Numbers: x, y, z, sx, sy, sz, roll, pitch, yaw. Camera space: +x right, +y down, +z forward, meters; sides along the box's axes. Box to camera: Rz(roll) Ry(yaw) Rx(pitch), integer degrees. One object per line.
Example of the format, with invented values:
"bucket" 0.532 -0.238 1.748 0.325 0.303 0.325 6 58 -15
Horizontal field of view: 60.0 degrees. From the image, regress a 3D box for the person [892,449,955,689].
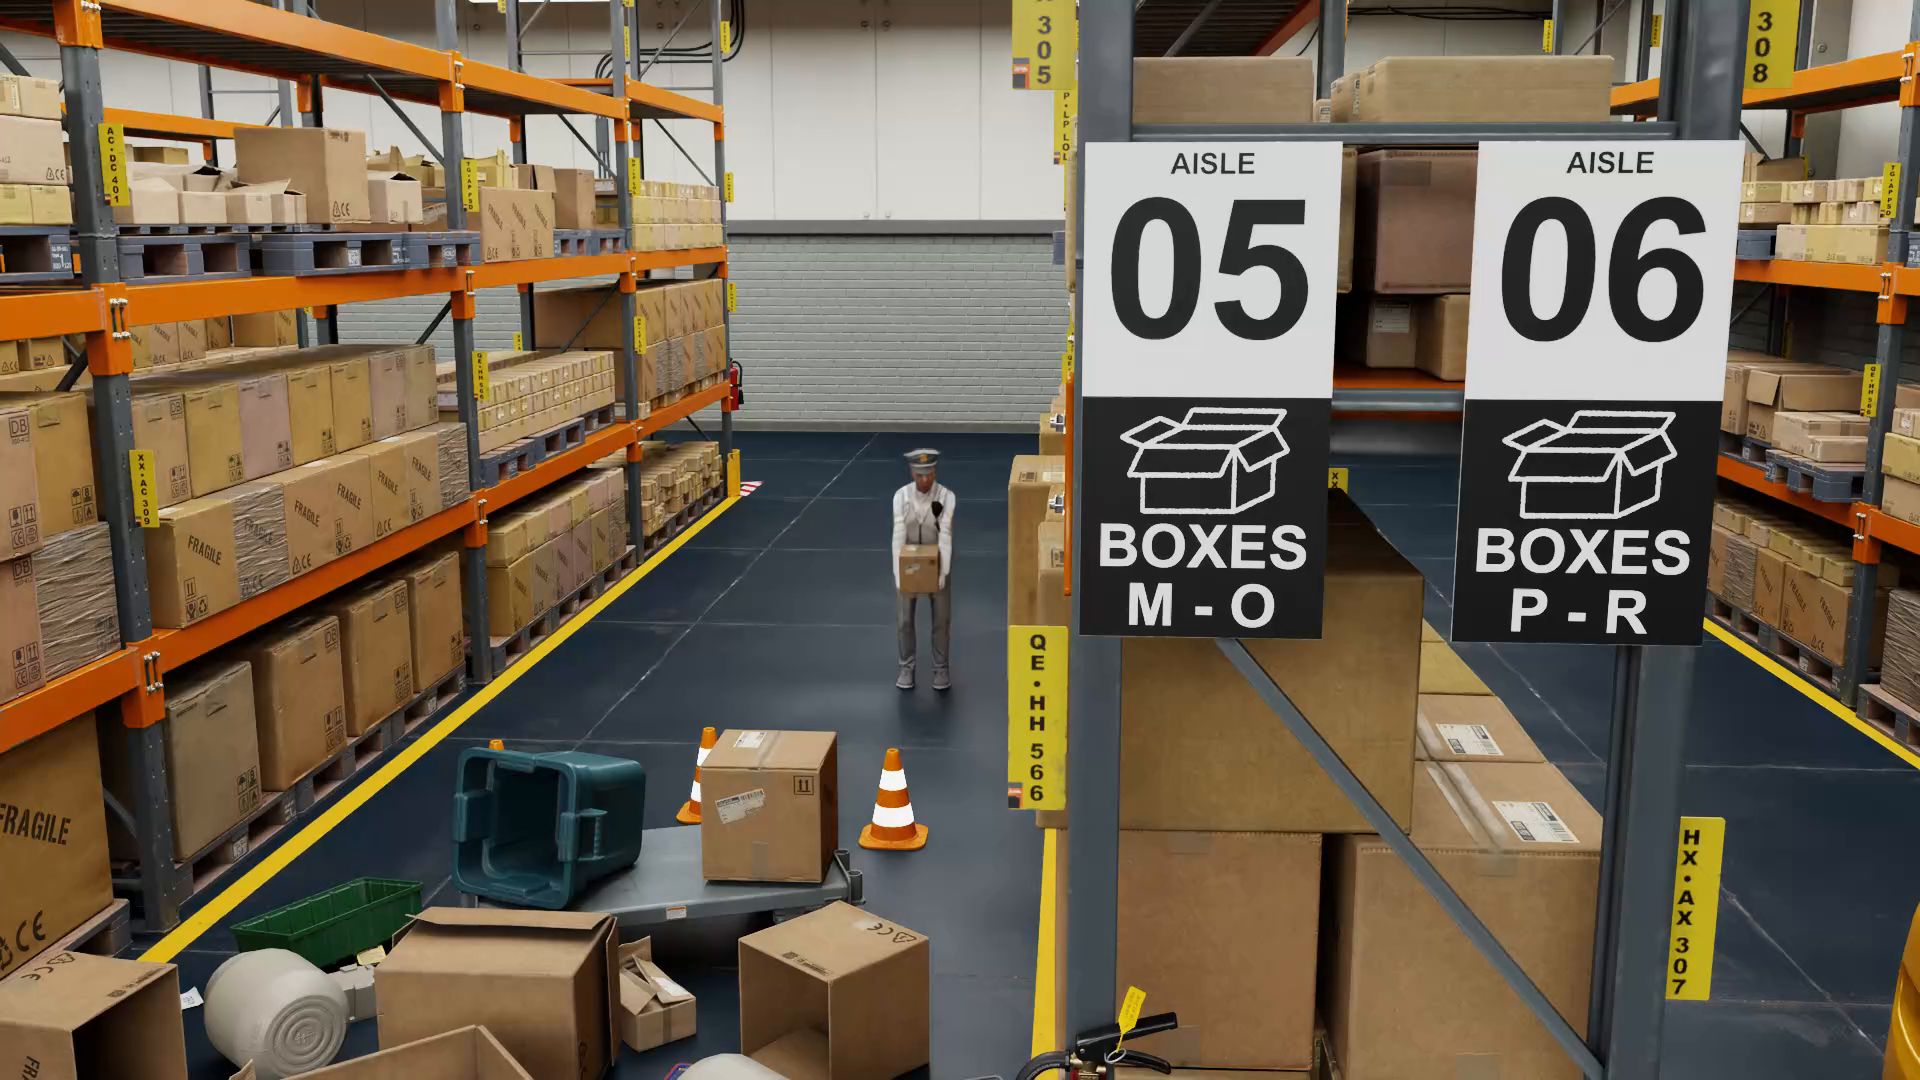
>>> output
"person" -0.236 0.195 11.026 0.411 1.630 0.560 1 11 3
